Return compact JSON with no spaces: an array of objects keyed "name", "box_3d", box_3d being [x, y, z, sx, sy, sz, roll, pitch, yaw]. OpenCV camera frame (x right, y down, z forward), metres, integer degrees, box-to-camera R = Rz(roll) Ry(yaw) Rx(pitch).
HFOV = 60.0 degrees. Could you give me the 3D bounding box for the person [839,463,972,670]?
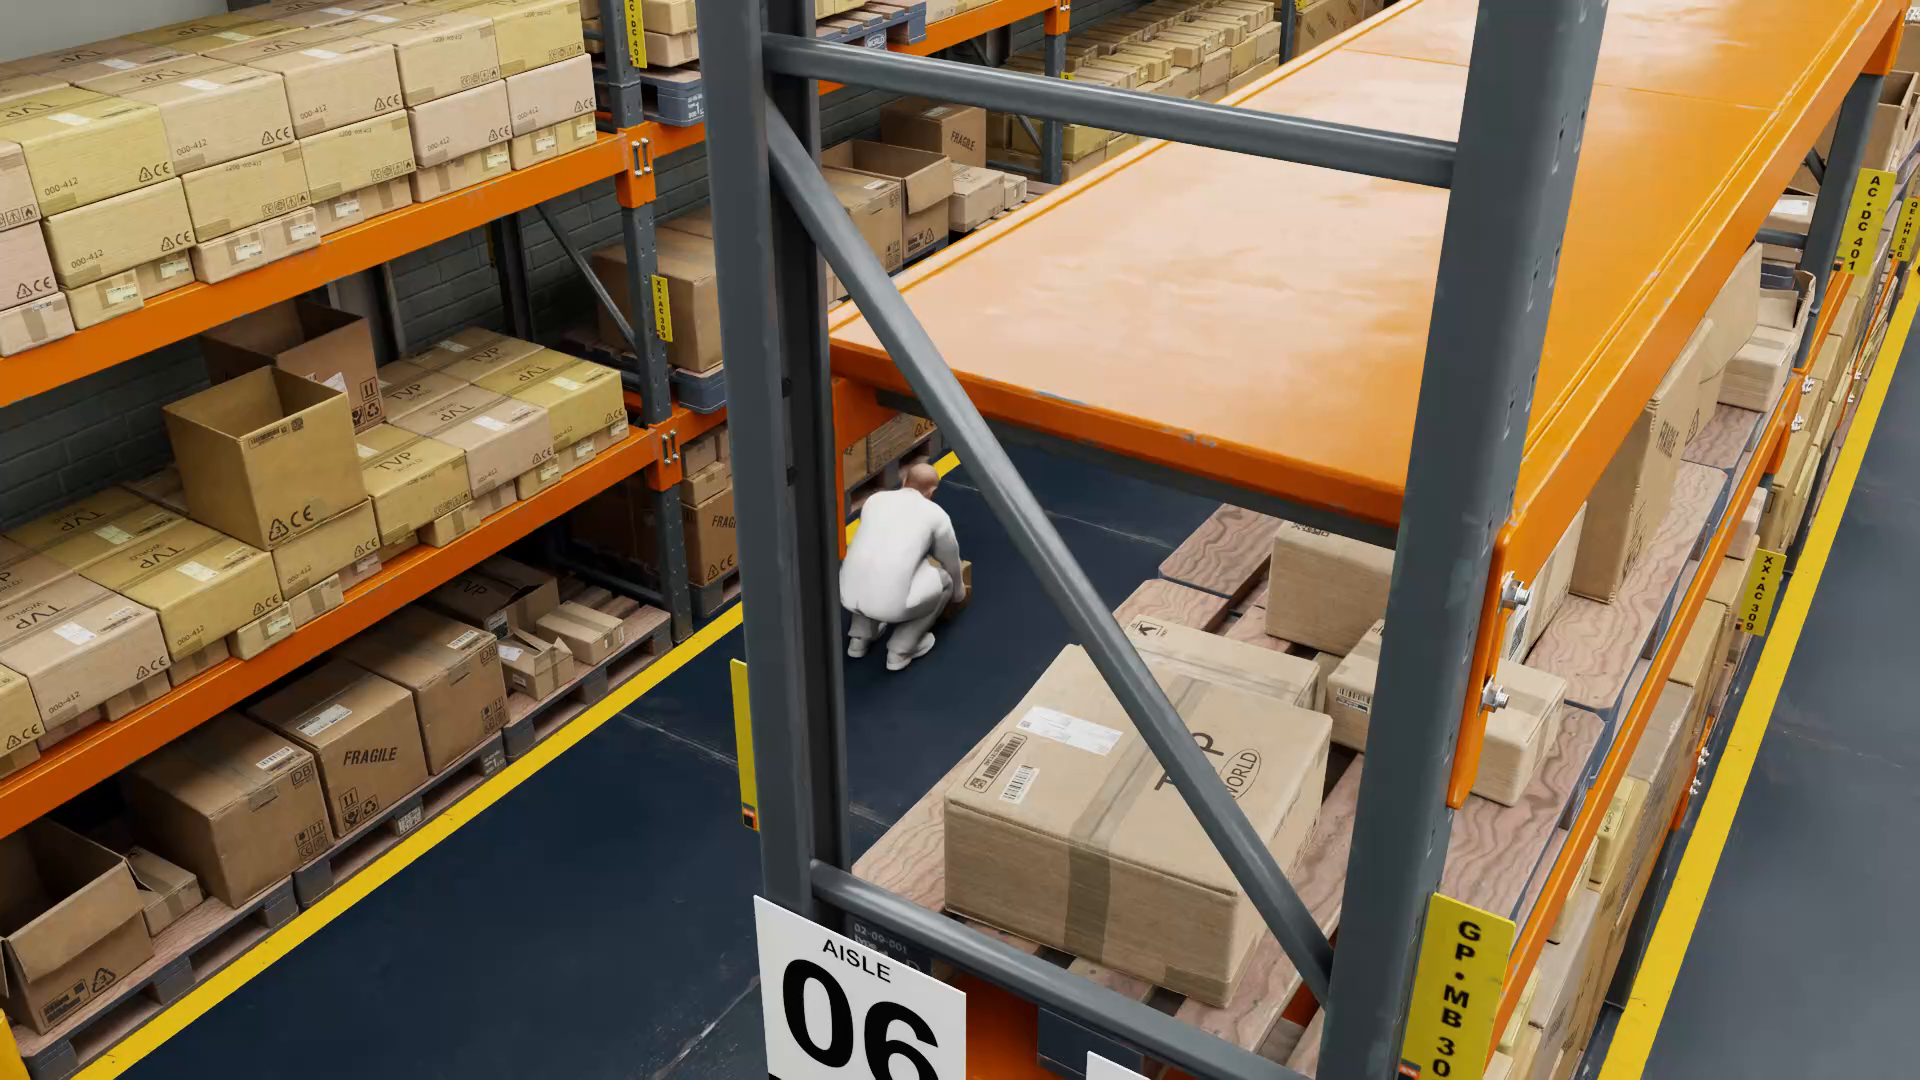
[{"name":"person","box_3d":[-0.310,0.135,8.860,0.591,0.894,0.911,17,34,27]}]
